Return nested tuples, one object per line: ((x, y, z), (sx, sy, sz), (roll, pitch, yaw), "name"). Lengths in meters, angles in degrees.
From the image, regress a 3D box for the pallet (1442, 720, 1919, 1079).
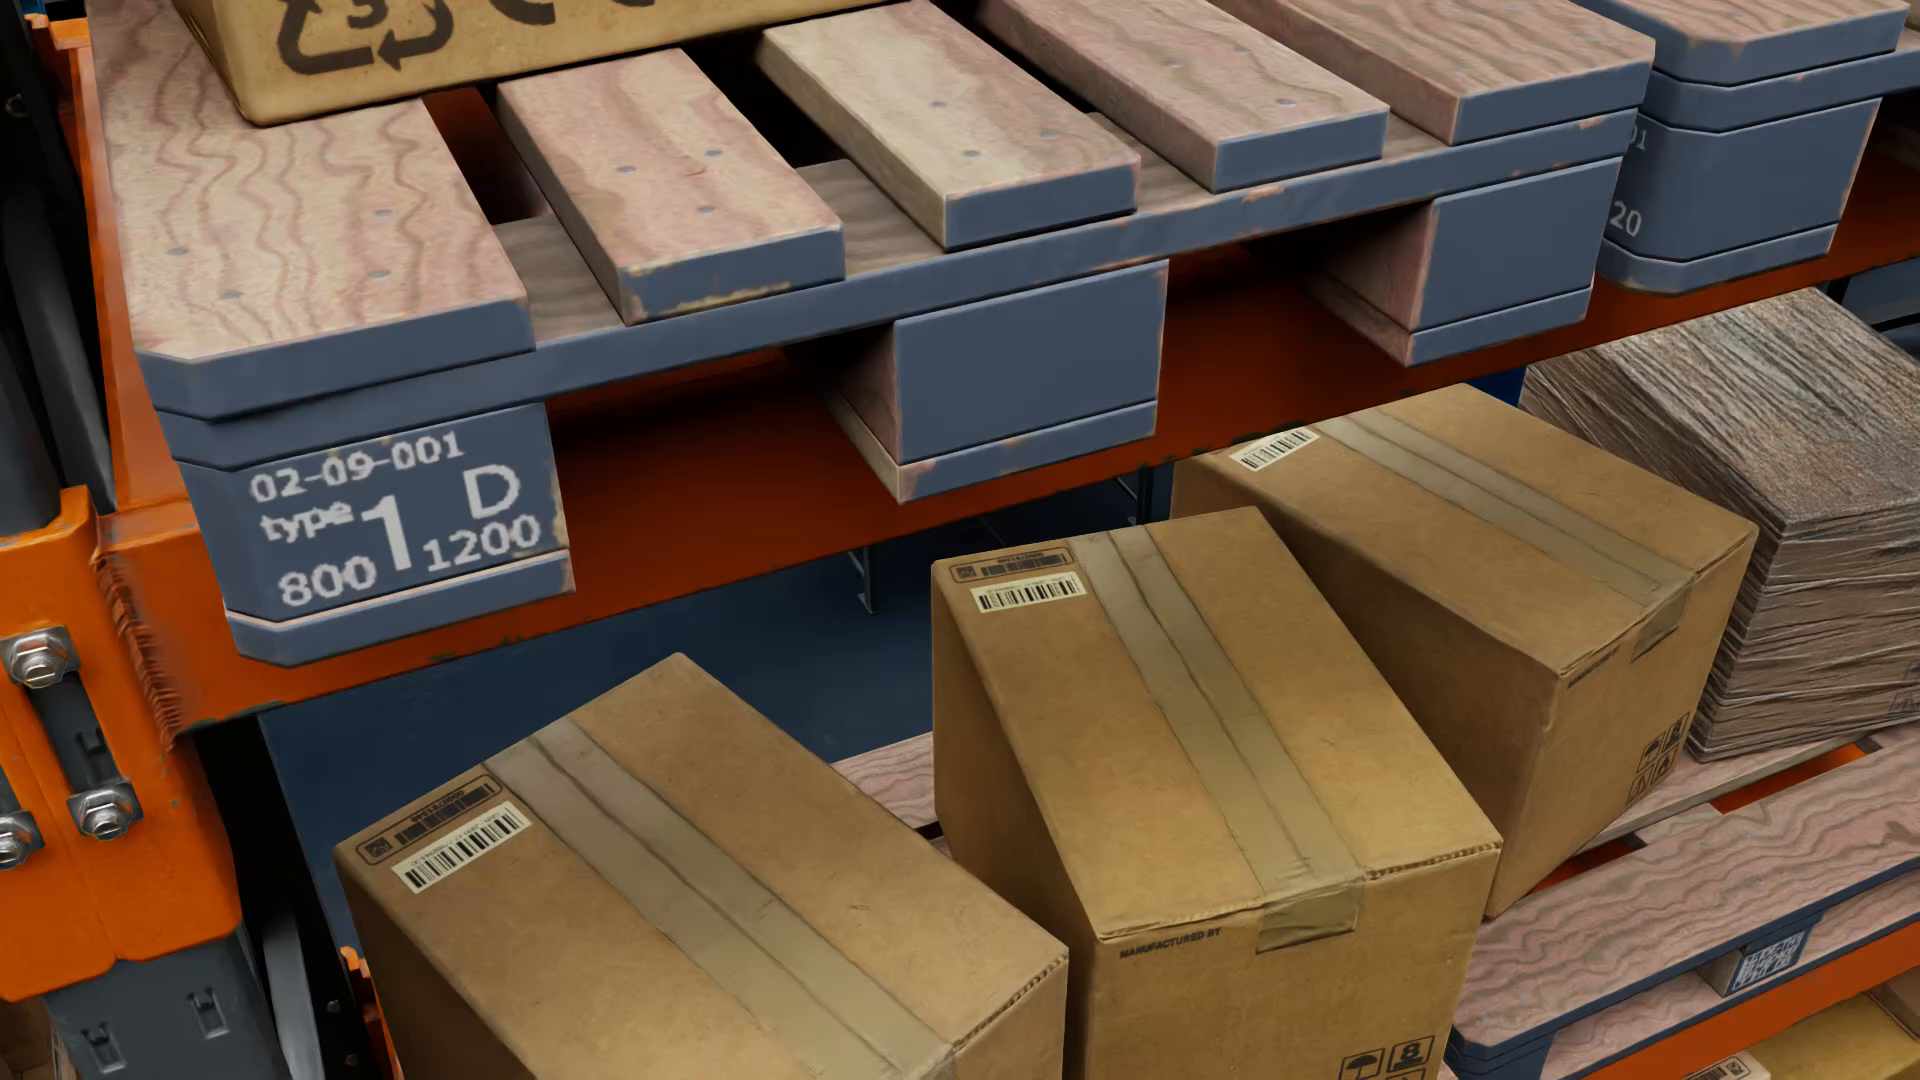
((1.037, 0.362, 2.906), (1.213, 0.211, 1.003), (-16, 39, -20), "pallet")

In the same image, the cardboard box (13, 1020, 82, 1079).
((-1.403, 0.744, 2.145), (0.500, 0.500, 0.500), (-15, 39, -19), "cardboard box")

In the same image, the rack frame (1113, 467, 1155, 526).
((0.537, -0.753, 5.506), (0.032, 1.500, 0.500), (-16, 39, -20), "rack frame")

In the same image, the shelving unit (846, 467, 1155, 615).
((0.077, -0.624, 5.332), (1.048, 1.500, 0.538), (-16, 39, -20), "shelving unit")

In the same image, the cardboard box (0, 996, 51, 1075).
((-1.372, 0.328, 1.866), (0.500, 0.500, 0.500), (-15, 39, -19), "cardboard box")

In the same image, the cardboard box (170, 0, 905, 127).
((-0.338, -0.739, 1.190), (0.600, 0.600, 0.600), (-19, 41, -24), "cardboard box")

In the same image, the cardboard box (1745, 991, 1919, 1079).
((1.580, 1.111, 3.463), (0.500, 0.500, 0.500), (-17, 40, -22), "cardboard box")

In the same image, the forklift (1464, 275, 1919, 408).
((2.768, -1.866, 5.806), (3.031, 2.935, 1.130), (-14, 39, -18), "forklift")

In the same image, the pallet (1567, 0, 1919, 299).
((0.732, -0.718, 1.840), (1.003, 0.211, 1.213), (-16, 39, -20), "pallet")

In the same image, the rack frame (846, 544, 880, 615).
((-0.383, -0.495, 5.159), (0.032, 1.500, 0.500), (-16, 39, -20), "rack frame")

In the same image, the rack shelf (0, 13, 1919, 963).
((0.985, -0.620, 2.154), (4.000, 0.370, 1.077), (-16, 39, -20), "rack shelf")

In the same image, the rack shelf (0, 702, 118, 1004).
((-2.636, 0.393, 0.789), (4.000, 0.370, 1.077), (-16, 39, -20), "rack shelf")

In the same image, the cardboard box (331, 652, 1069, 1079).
((-0.302, 0.594, 1.995), (0.500, 0.500, 0.700), (-30, 46, -34), "cardboard box")

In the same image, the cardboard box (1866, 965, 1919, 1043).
((1.999, 0.696, 3.394), (0.500, 0.250, 0.500), (-14, 39, -18), "cardboard box")

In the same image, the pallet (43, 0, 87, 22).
((-5.753, -3.271, 9.982), (1.213, 0.211, 1.003), (-16, 39, -20), "pallet")

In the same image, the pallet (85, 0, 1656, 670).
((-0.205, -0.454, 1.484), (1.003, 0.211, 1.213), (-16, 39, -20), "pallet")

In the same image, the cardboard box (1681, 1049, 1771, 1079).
((1.075, 0.957, 3.041), (0.500, 0.250, 0.500), (-16, 40, -21), "cardboard box")

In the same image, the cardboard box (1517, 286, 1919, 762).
((1.364, -0.070, 2.890), (0.500, 0.500, 0.700), (-9, 37, -11), "cardboard box")

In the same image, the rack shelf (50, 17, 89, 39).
((-4.737, -1.075, 5.285), (4.000, 0.370, 1.077), (-16, 39, -20), "rack shelf")

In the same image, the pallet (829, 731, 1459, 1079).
((-0.056, 0.736, 2.401), (1.213, 0.211, 1.003), (-16, 39, -20), "pallet")

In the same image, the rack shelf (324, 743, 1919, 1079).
((0.985, 0.585, 3.047), (4.000, 0.370, 1.077), (-16, 39, -20), "rack shelf")

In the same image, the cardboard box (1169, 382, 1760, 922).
((0.747, 0.113, 2.643), (0.500, 0.500, 0.700), (-26, 44, -31), "cardboard box")

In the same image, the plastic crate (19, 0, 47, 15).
((-3.205, -1.585, 5.333), (0.575, 0.384, 0.392), (-16, 39, -20), "plastic crate")

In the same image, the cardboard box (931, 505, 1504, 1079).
((0.294, 0.386, 2.275), (0.500, 0.500, 0.700), (-10, 38, -13), "cardboard box")
